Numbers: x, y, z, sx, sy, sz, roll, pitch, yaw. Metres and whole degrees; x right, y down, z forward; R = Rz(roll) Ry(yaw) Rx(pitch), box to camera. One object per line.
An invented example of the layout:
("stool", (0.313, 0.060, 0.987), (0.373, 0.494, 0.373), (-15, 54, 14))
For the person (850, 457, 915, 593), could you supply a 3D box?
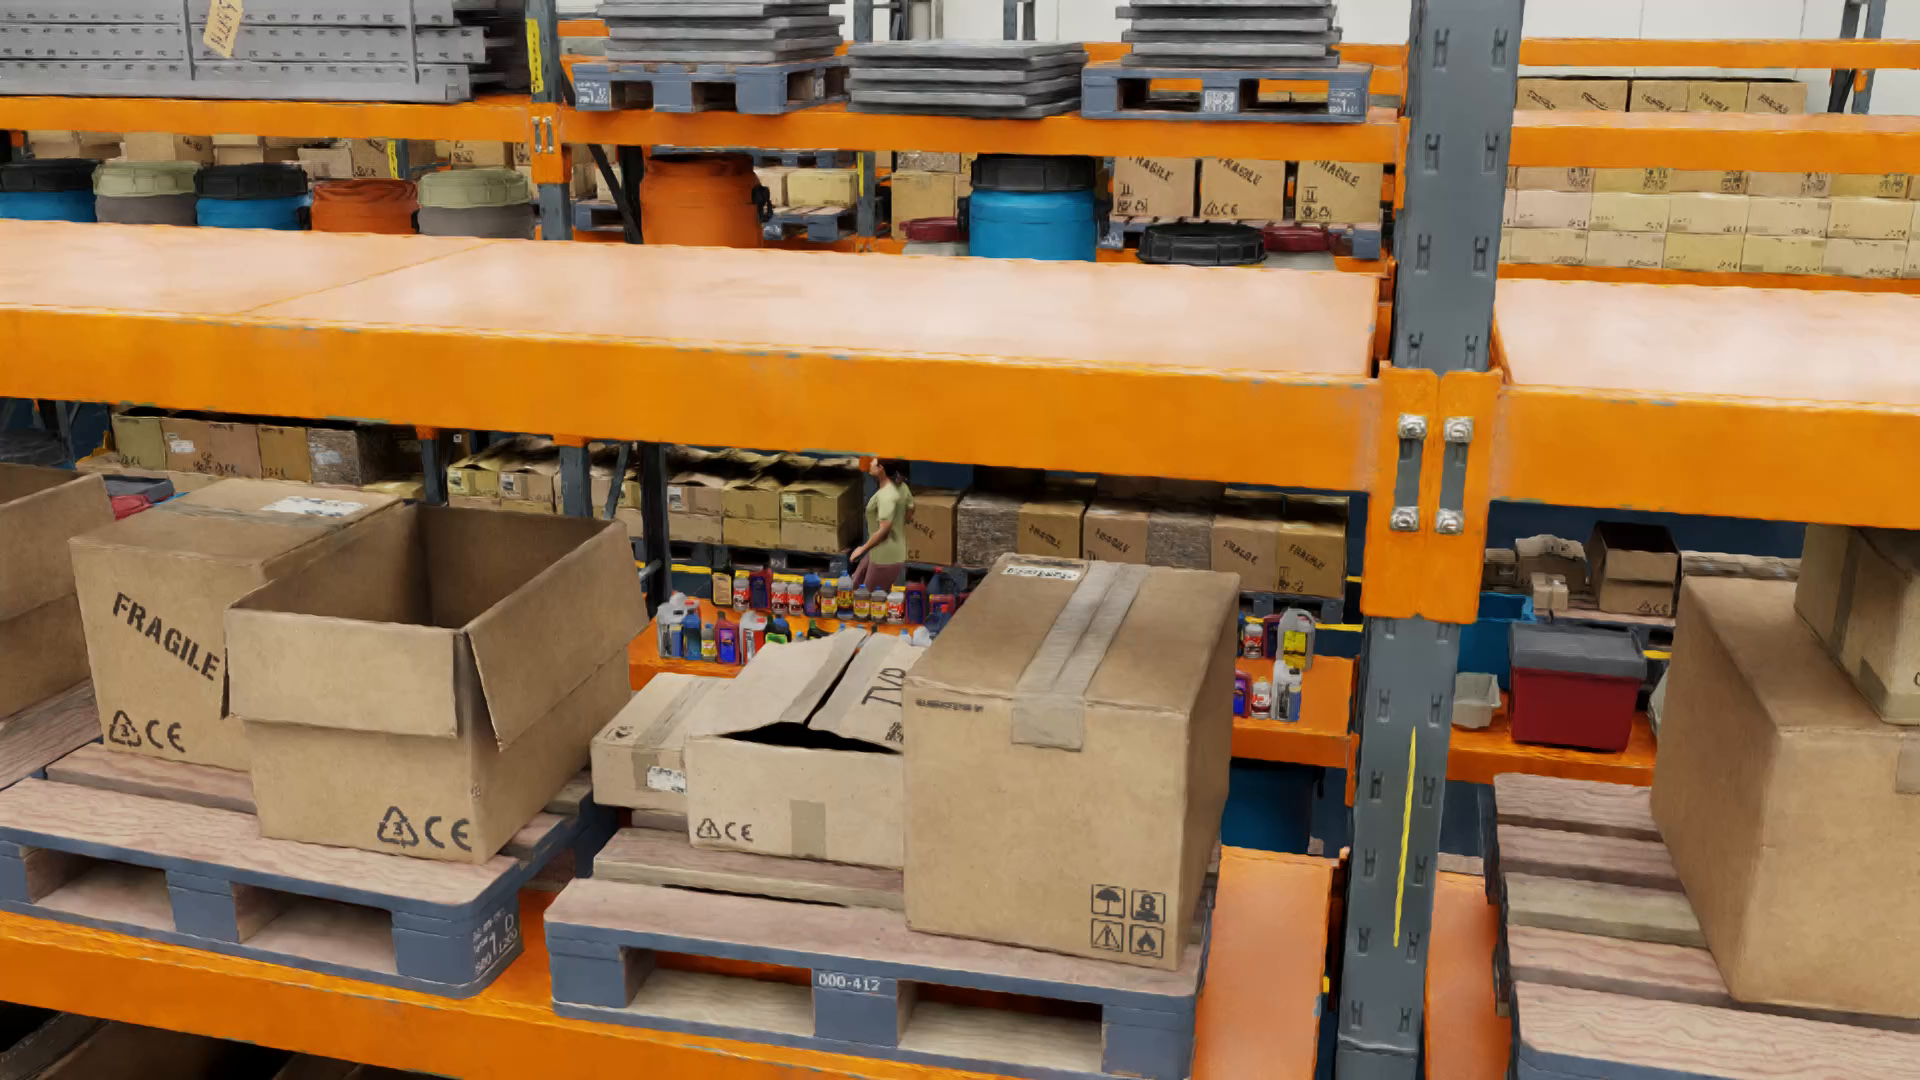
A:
("person", (-0.562, 0.138, 11.705), (0.468, 1.633, 0.609), (0, 18, 1))
